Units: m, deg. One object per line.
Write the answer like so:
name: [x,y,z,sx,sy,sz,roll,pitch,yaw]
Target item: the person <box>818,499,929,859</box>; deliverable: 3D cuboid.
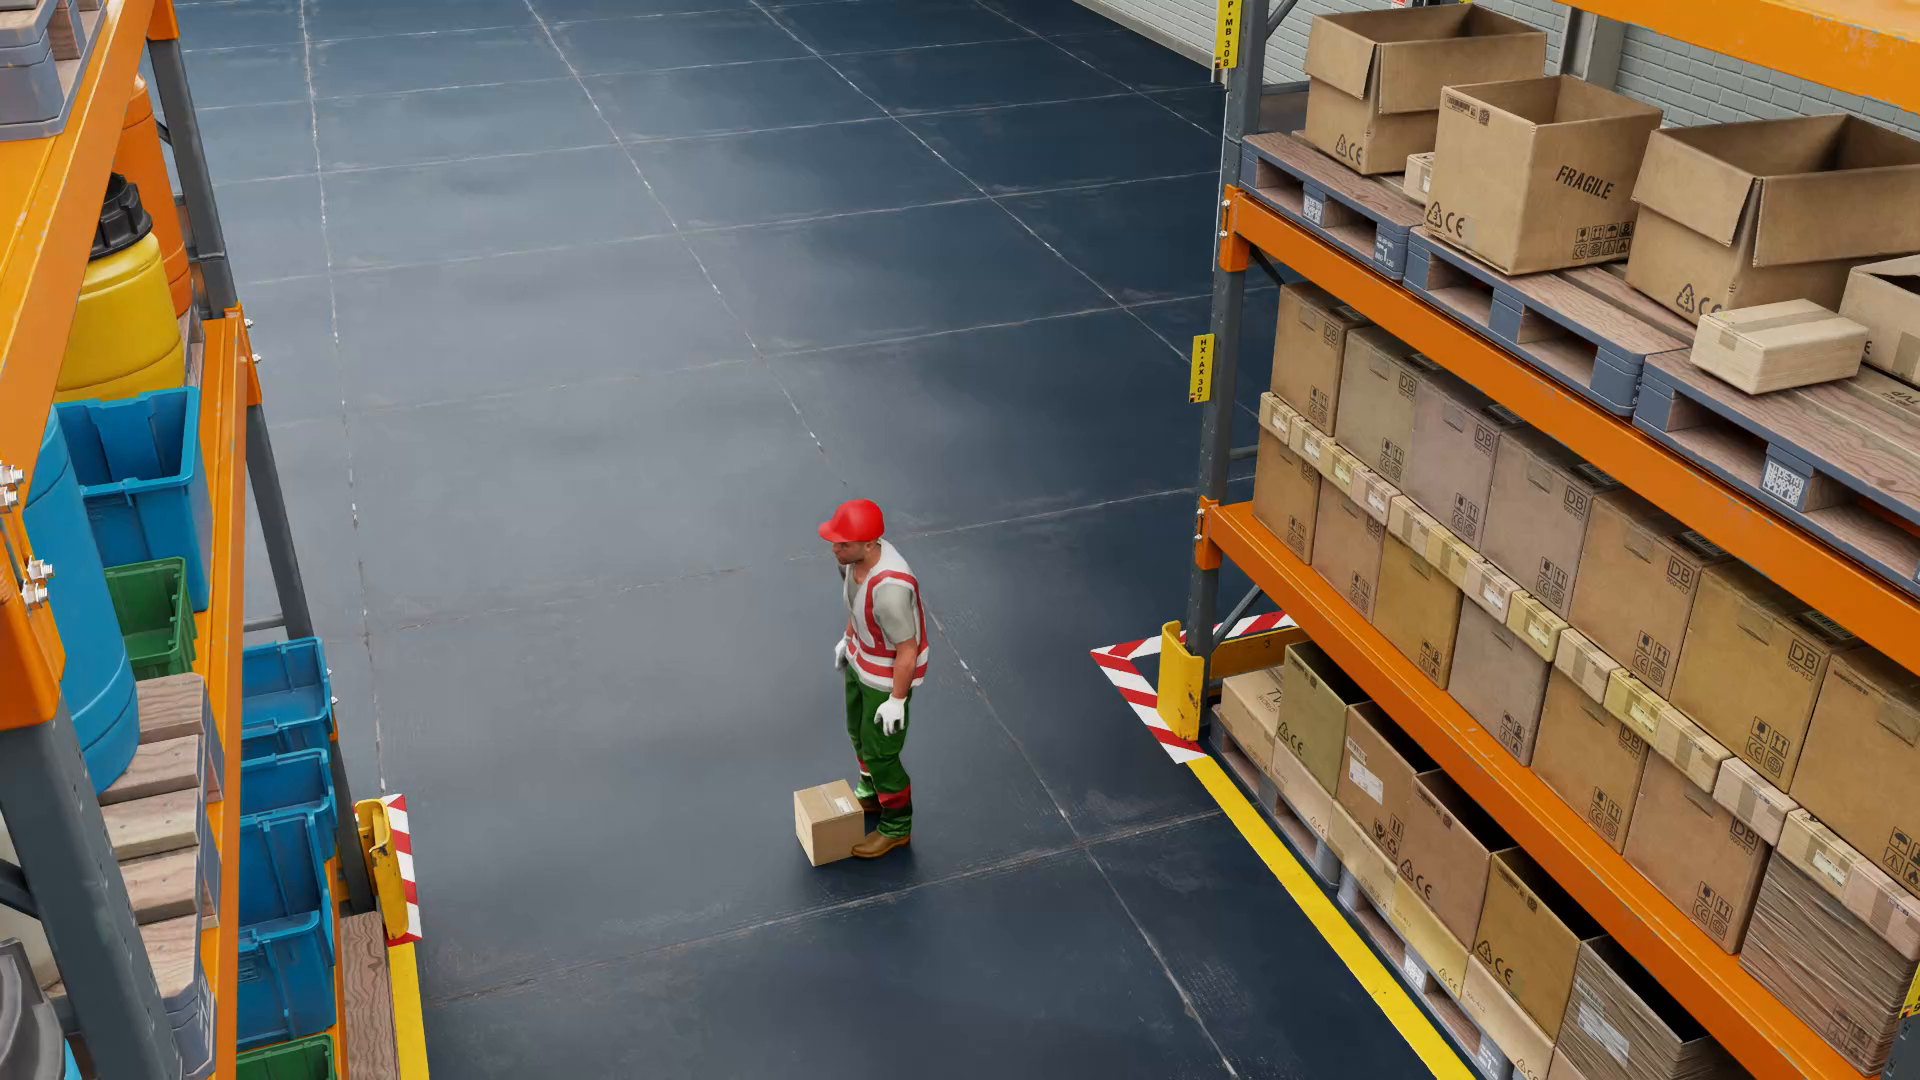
person: [-0.382,0.591,7.292,0.452,1.779,0.618,-12,32,-21]
